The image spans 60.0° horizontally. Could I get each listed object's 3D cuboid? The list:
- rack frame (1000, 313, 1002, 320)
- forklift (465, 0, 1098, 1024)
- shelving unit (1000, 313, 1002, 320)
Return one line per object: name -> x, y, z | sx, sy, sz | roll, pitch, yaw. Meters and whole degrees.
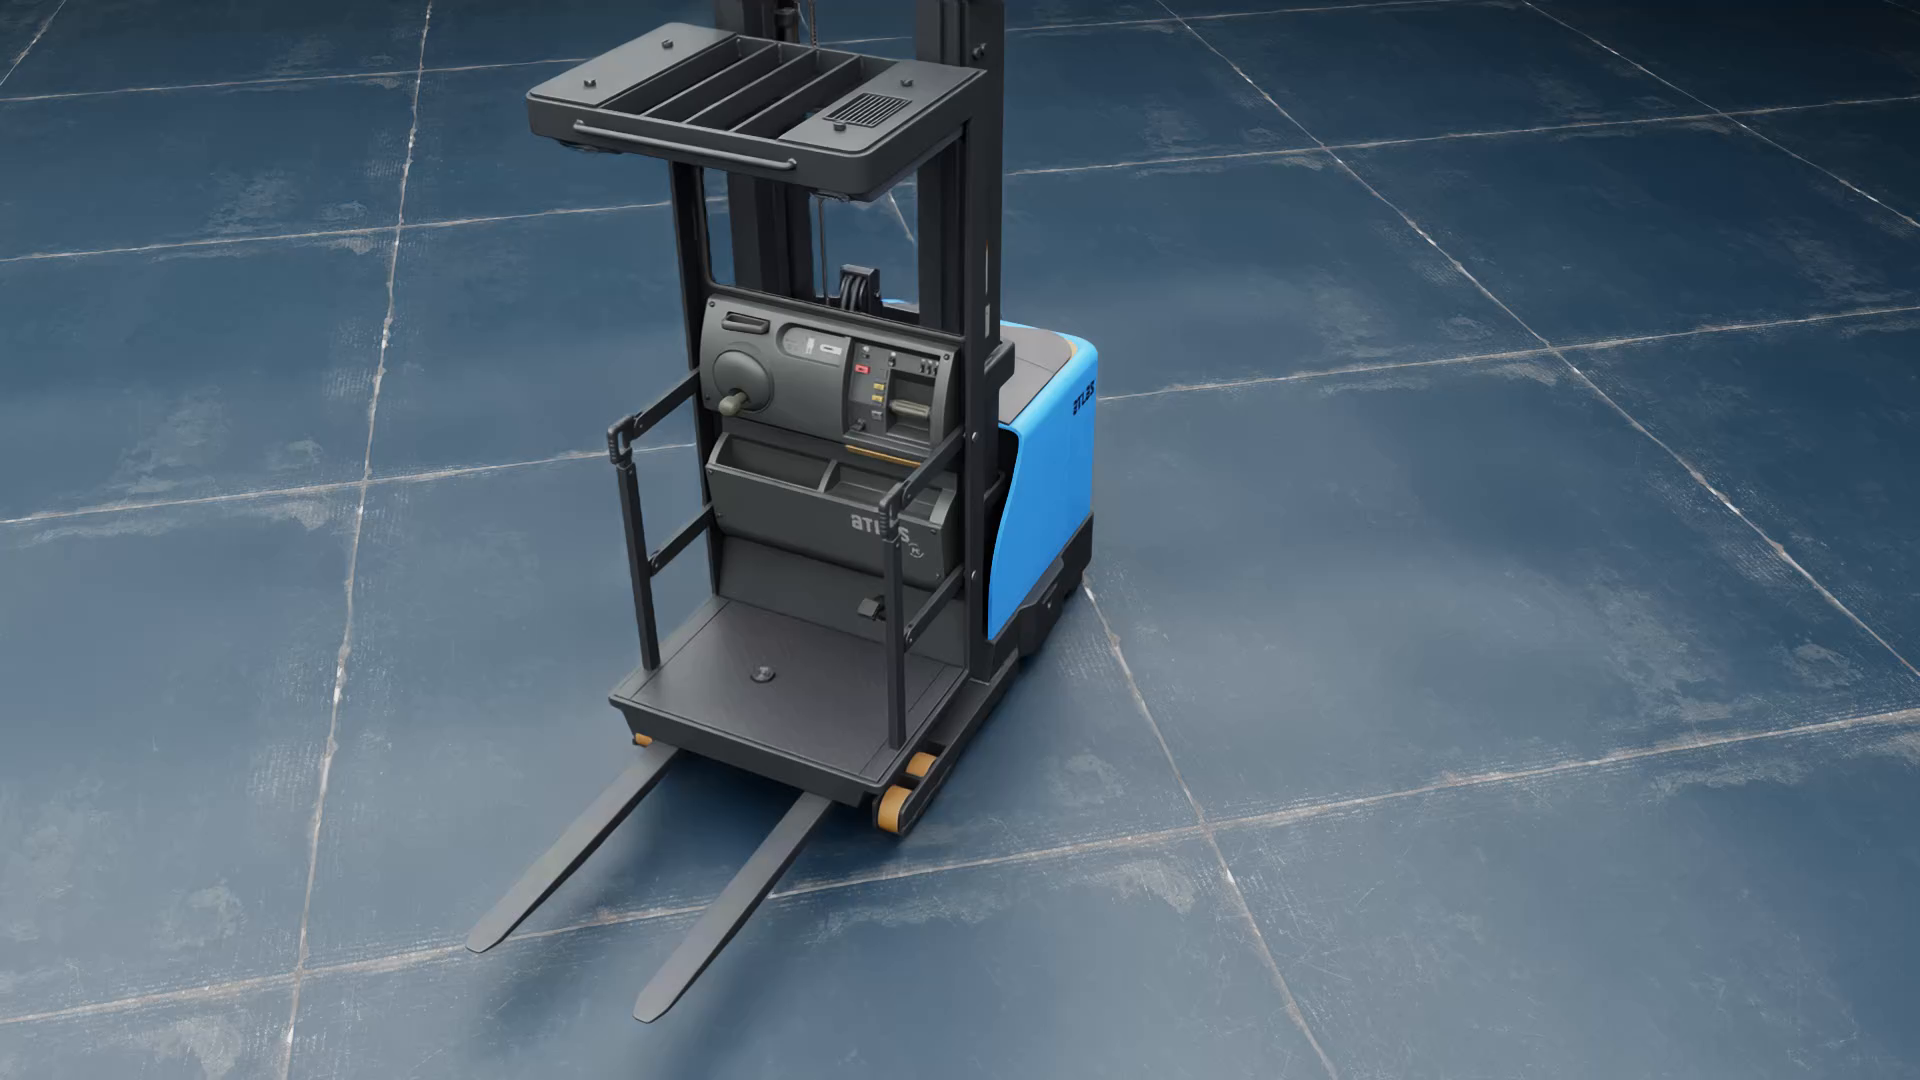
rack frame -> 0.202, -0.529, 7.231 | 0.006, 0.900, 0.240 | -9, 35, -13
forklift -> -0.540, -0.483, 5.340 | 1.130, 2.935, 3.031 | 15, 37, 21
shelving unit -> 0.104, -0.514, 7.208 | 0.210, 0.900, 0.258 | -9, 35, -13
